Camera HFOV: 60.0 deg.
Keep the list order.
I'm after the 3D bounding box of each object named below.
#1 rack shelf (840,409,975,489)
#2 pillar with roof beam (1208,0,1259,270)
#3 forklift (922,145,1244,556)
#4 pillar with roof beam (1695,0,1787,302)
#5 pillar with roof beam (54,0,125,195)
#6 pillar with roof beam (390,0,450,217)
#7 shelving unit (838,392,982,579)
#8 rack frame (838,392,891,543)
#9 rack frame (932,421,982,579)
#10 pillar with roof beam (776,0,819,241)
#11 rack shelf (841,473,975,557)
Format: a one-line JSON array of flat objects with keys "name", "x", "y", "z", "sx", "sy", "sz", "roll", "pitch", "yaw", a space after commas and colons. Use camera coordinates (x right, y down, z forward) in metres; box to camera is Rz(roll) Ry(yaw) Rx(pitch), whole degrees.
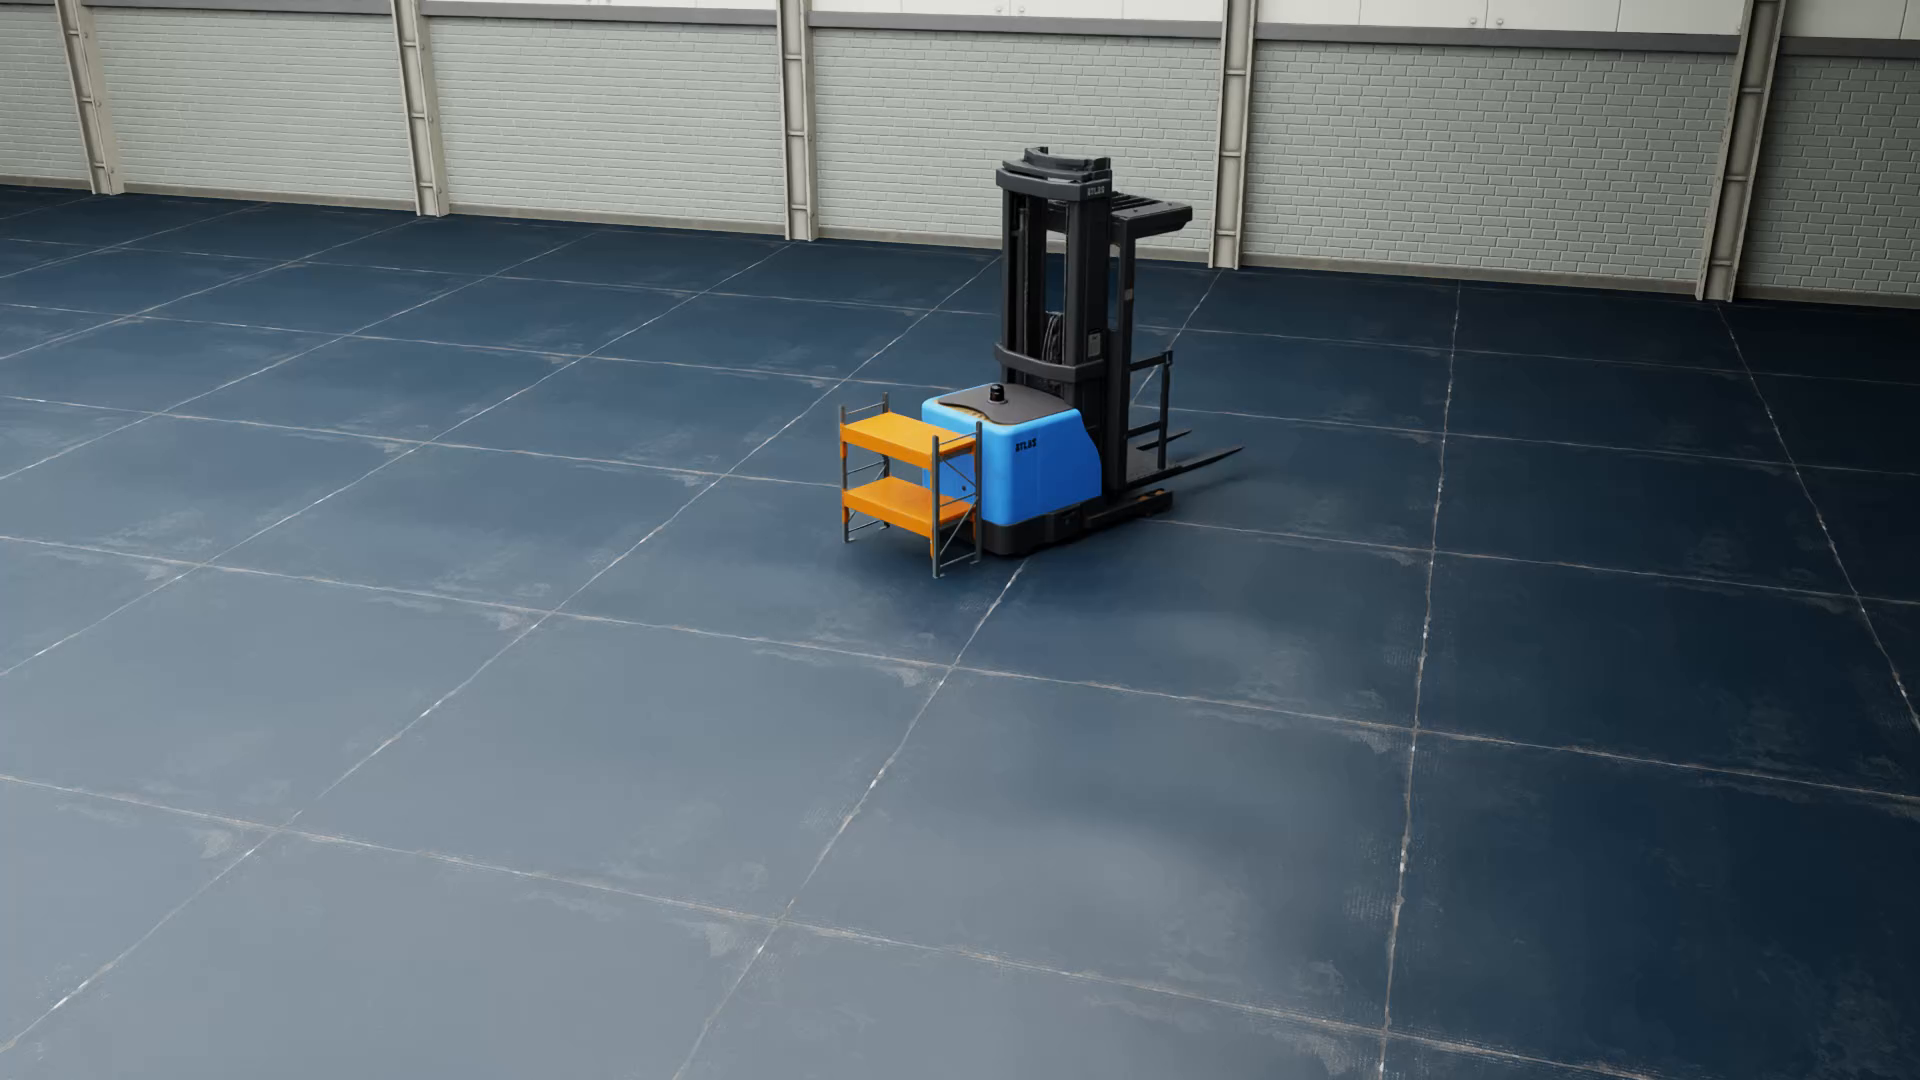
[{"name": "rack shelf", "x": -0.382, "y": -0.702, "z": 12.634, "sx": 1.000, "sy": 0.278, "sz": 0.538, "roll": 20, "pitch": 30, "yaw": 40}, {"name": "pillar with roof beam", "x": 2.264, "y": -6.228, "z": 16.500, "sx": 0.400, "sy": 9.000, "sz": 9.100, "roll": 7, "pitch": 23, "yaw": 16}, {"name": "forklift", "x": 1.130, "y": -1.685, "z": 13.420, "sx": 3.031, "sy": 2.935, "sz": 1.130, "roll": -18, "pitch": 29, "yaw": -37}, {"name": "pillar with roof beam", "x": 8.008, "y": -5.570, "z": 14.897, "sx": 0.400, "sy": 9.000, "sz": 9.100, "roll": 7, "pitch": 23, "yaw": 16}, {"name": "pillar with roof beam", "x": -14.969, "y": -8.201, "z": 21.311, "sx": 0.400, "sy": 9.000, "sz": 9.100, "roll": 7, "pitch": 23, "yaw": 16}, {"name": "pillar with roof beam", "x": -9.224, "y": -7.543, "z": 19.707, "sx": 0.400, "sy": 9.000, "sz": 9.100, "roll": 7, "pitch": 23, "yaw": 16}, {"name": "shelving unit", "x": -0.382, "y": -0.432, "z": 12.745, "sx": 1.048, "sy": 1.125, "sz": 0.538, "roll": 20, "pitch": 30, "yaw": 40}, {"name": "rack frame", "x": -0.745, "y": -0.566, "z": 13.073, "sx": 0.032, "sy": 1.125, "sz": 0.500, "roll": 20, "pitch": 30, "yaw": 40}, {"name": "rack frame", "x": -0.018, "y": -0.297, "z": 12.416, "sx": 0.032, "sy": 1.125, "sz": 0.500, "roll": 20, "pitch": 30, "yaw": 40}, {"name": "pillar with roof beam", "x": -3.480, "y": -6.886, "z": 18.104, "sx": 0.400, "sy": 9.000, "sz": 9.100, "roll": 7, "pitch": 23, "yaw": 16}, {"name": "rack shelf", "x": -0.382, "y": -0.205, "z": 12.838, "sx": 1.000, "sy": 0.278, "sz": 0.538, "roll": 20, "pitch": 30, "yaw": 40}]
